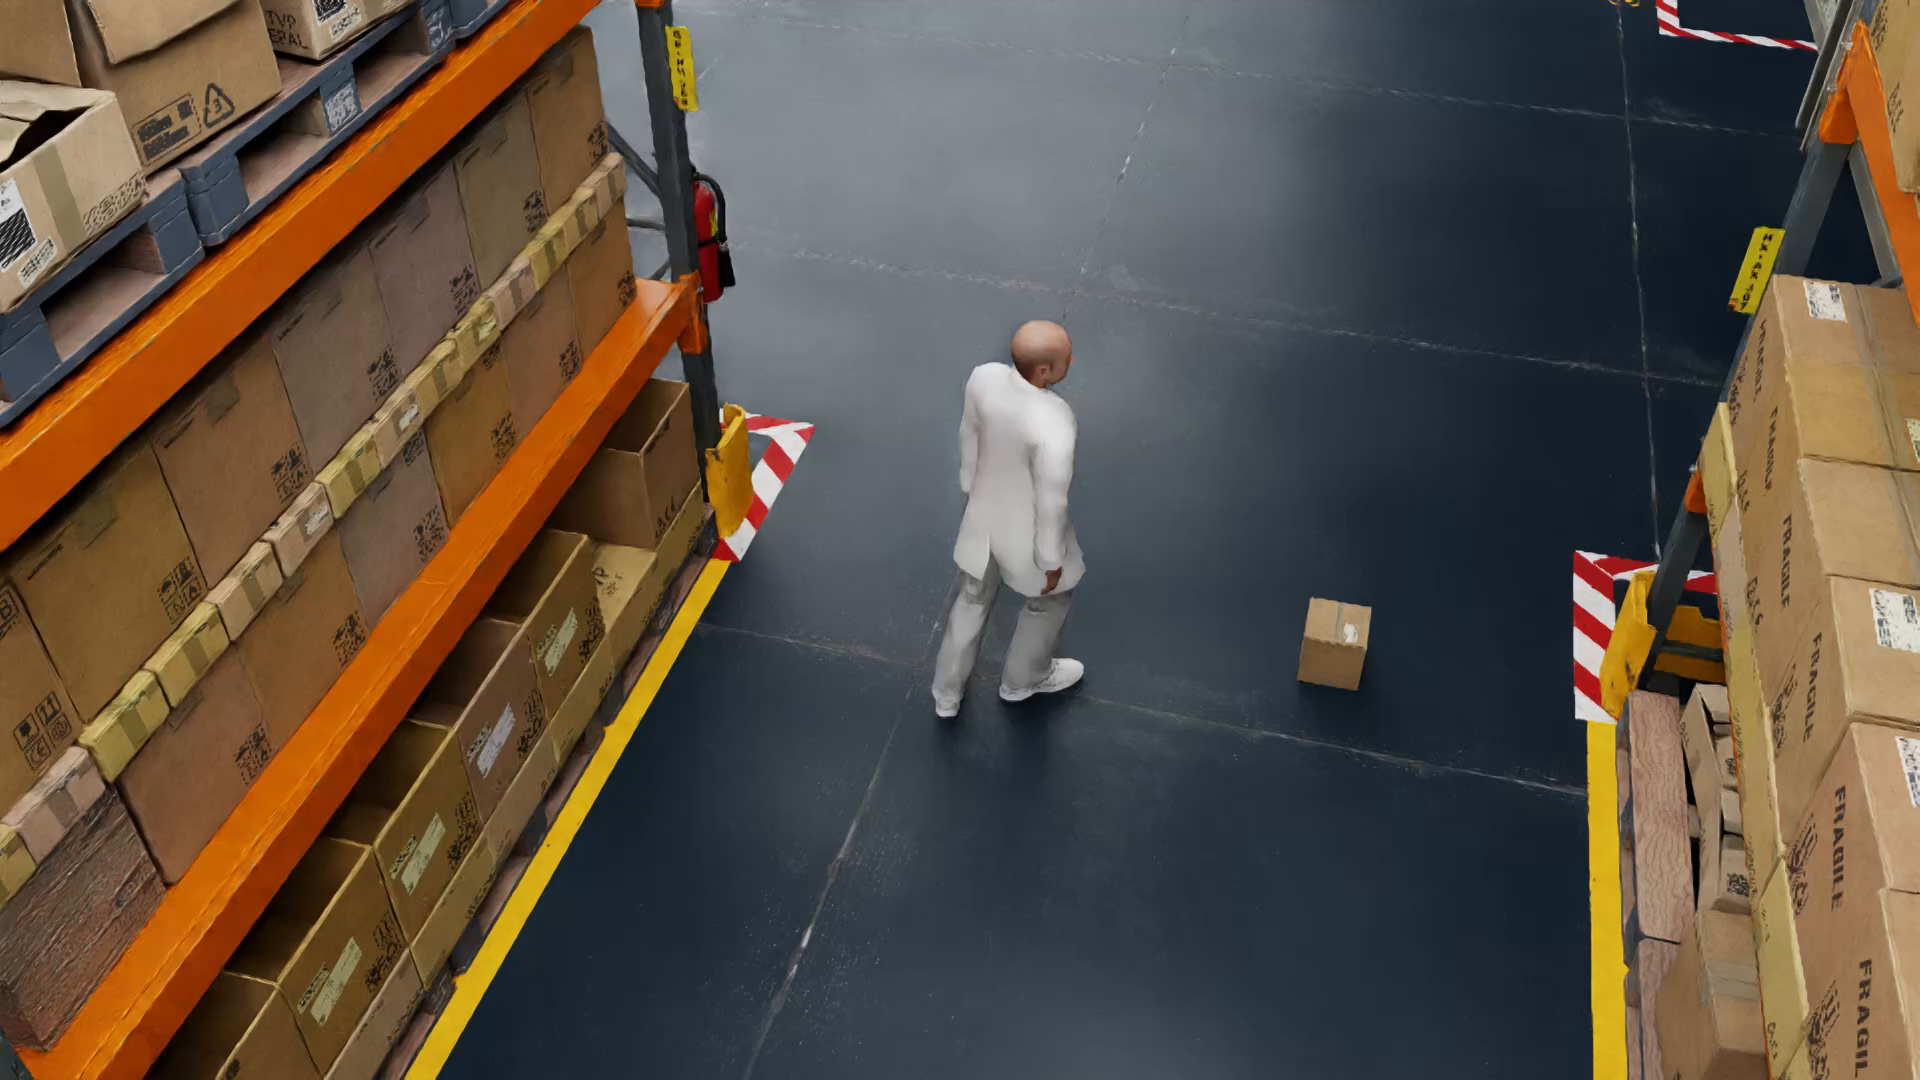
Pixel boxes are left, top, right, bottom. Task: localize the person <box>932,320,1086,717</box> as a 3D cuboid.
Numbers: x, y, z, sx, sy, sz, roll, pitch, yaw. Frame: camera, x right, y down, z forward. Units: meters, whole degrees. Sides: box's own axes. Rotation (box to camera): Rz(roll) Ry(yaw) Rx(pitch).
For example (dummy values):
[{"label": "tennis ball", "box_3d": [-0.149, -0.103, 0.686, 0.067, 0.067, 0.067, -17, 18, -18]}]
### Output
[{"label": "person", "box_3d": [0.181, -0.055, 6.234, 0.639, 1.769, 0.607, -29, 49, -30]}]
